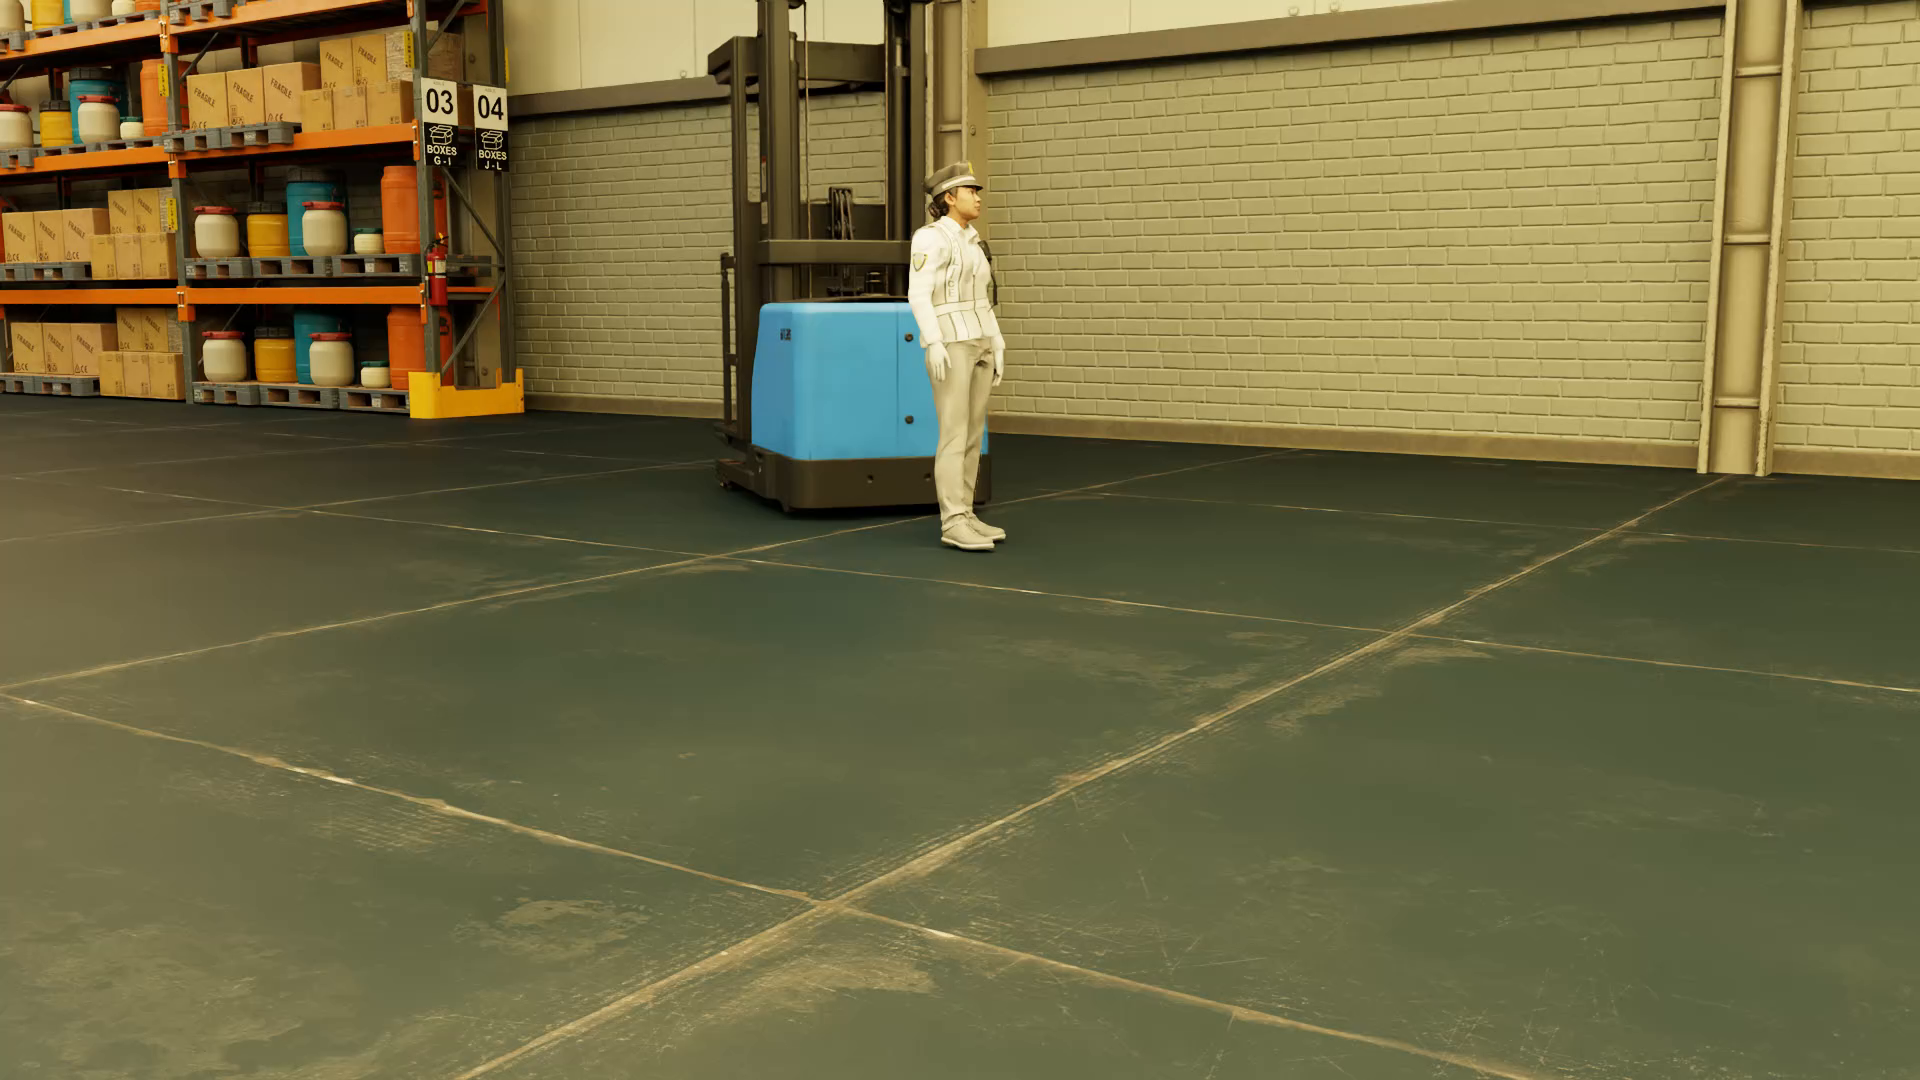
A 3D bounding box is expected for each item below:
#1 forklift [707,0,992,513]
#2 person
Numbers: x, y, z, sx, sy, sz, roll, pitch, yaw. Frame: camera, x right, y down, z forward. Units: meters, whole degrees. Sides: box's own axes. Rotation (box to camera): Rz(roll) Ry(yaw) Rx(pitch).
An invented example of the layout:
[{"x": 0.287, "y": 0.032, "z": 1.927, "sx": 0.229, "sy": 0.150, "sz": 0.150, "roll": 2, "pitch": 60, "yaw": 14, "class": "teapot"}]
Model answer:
[{"x": -0.808, "y": -1.754, "z": 9.531, "sx": 1.130, "sy": 2.935, "sz": 3.031, "roll": -3, "pitch": 9, "yaw": -19, "class": "forklift"}, {"x": 0.053, "y": -0.840, "z": 7.440, "sx": 0.531, "sy": 1.694, "sz": 0.586, "roll": 5, "pitch": 10, "yaw": 34, "class": "person"}]
